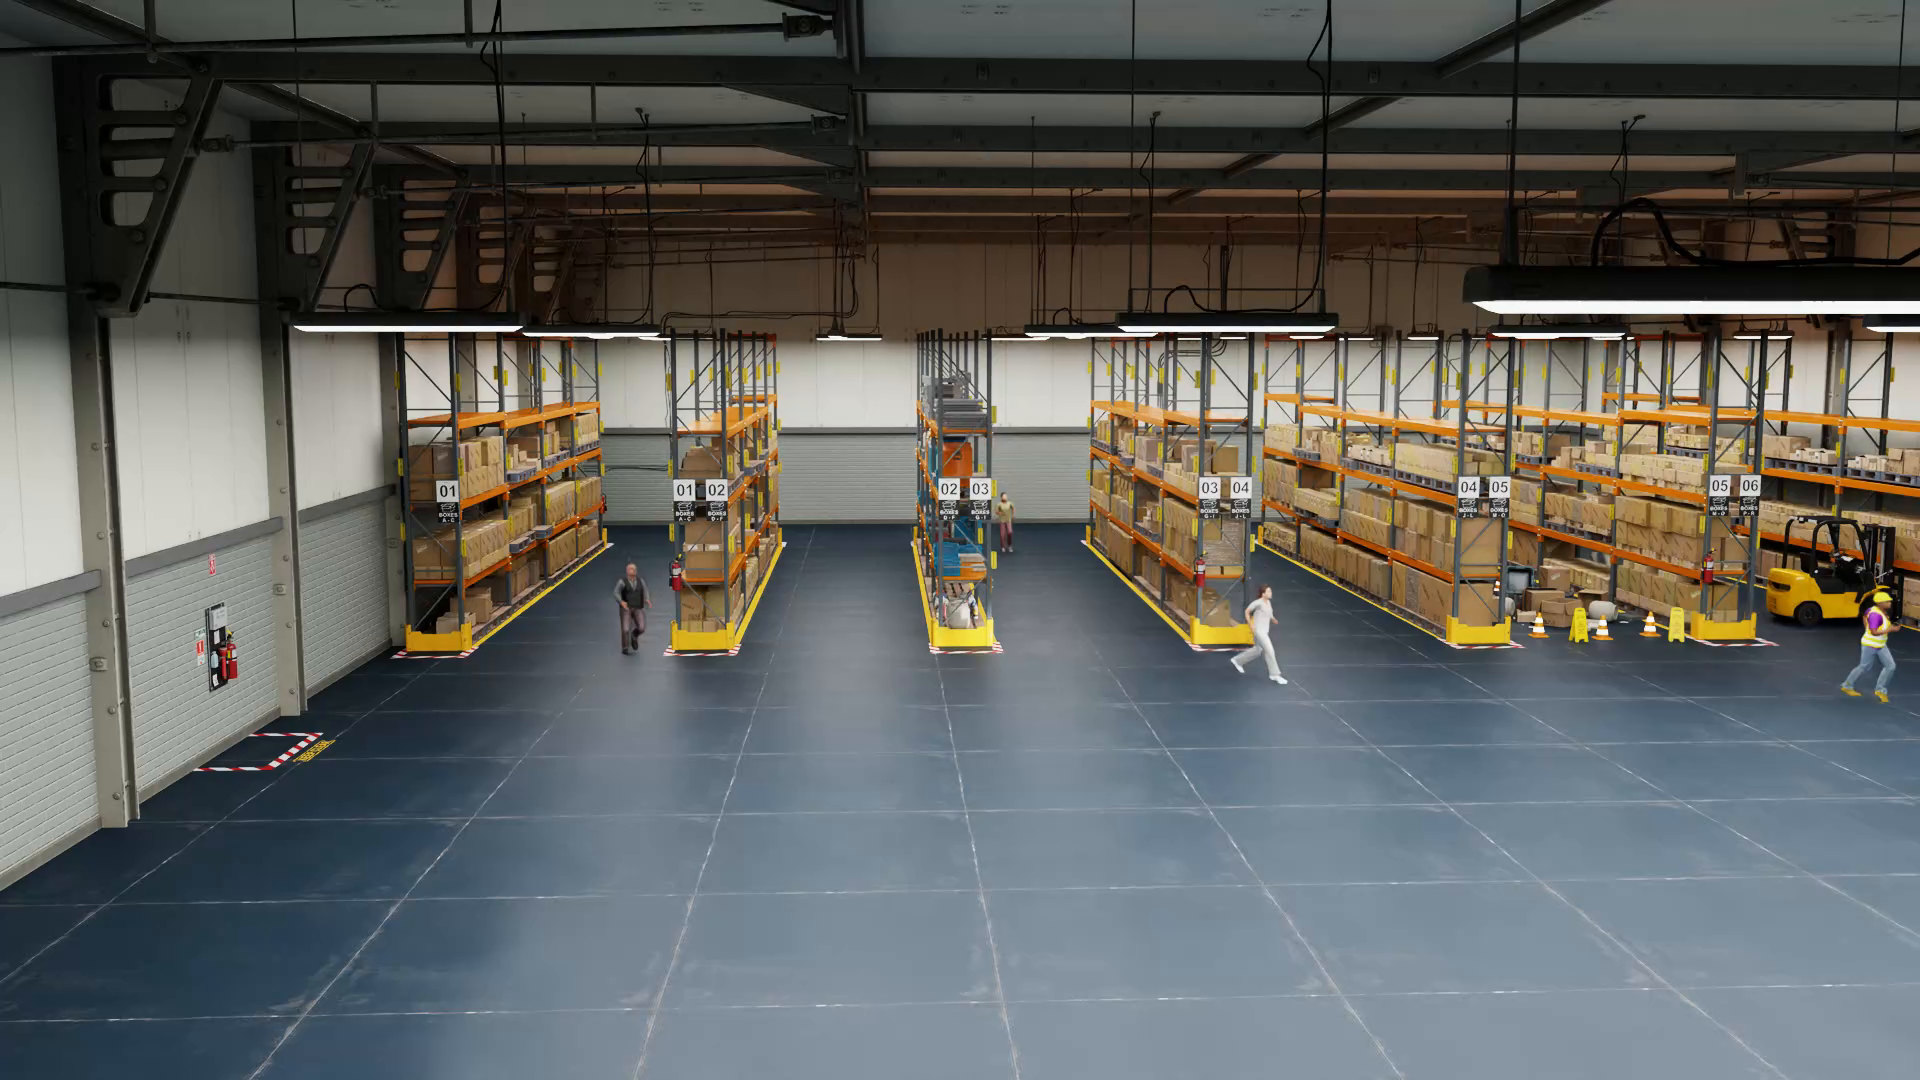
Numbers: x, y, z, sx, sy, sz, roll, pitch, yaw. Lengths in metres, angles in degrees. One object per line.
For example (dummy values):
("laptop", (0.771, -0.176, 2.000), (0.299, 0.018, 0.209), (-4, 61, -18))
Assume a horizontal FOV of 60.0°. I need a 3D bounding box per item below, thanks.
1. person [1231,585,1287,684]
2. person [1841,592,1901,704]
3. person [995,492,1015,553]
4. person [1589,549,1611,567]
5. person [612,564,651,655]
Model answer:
("person", (5.082, 1.574, 28.266), (1.008, 1.664, 0.587), (4, 8, 34))
("person", (14.587, 1.733, 26.587), (0.661, 1.833, 0.832), (-6, 9, -41))
("person", (1.246, -0.483, 45.675), (0.578, 1.651, 0.663), (-1, 7, -6))
("person", (15.949, -0.023, 41.333), (0.642, 1.829, 0.763), (-1, 7, -6))
("person", (-6.050, 1.284, 30.752), (0.707, 1.660, 0.532), (-3, 7, -25))
